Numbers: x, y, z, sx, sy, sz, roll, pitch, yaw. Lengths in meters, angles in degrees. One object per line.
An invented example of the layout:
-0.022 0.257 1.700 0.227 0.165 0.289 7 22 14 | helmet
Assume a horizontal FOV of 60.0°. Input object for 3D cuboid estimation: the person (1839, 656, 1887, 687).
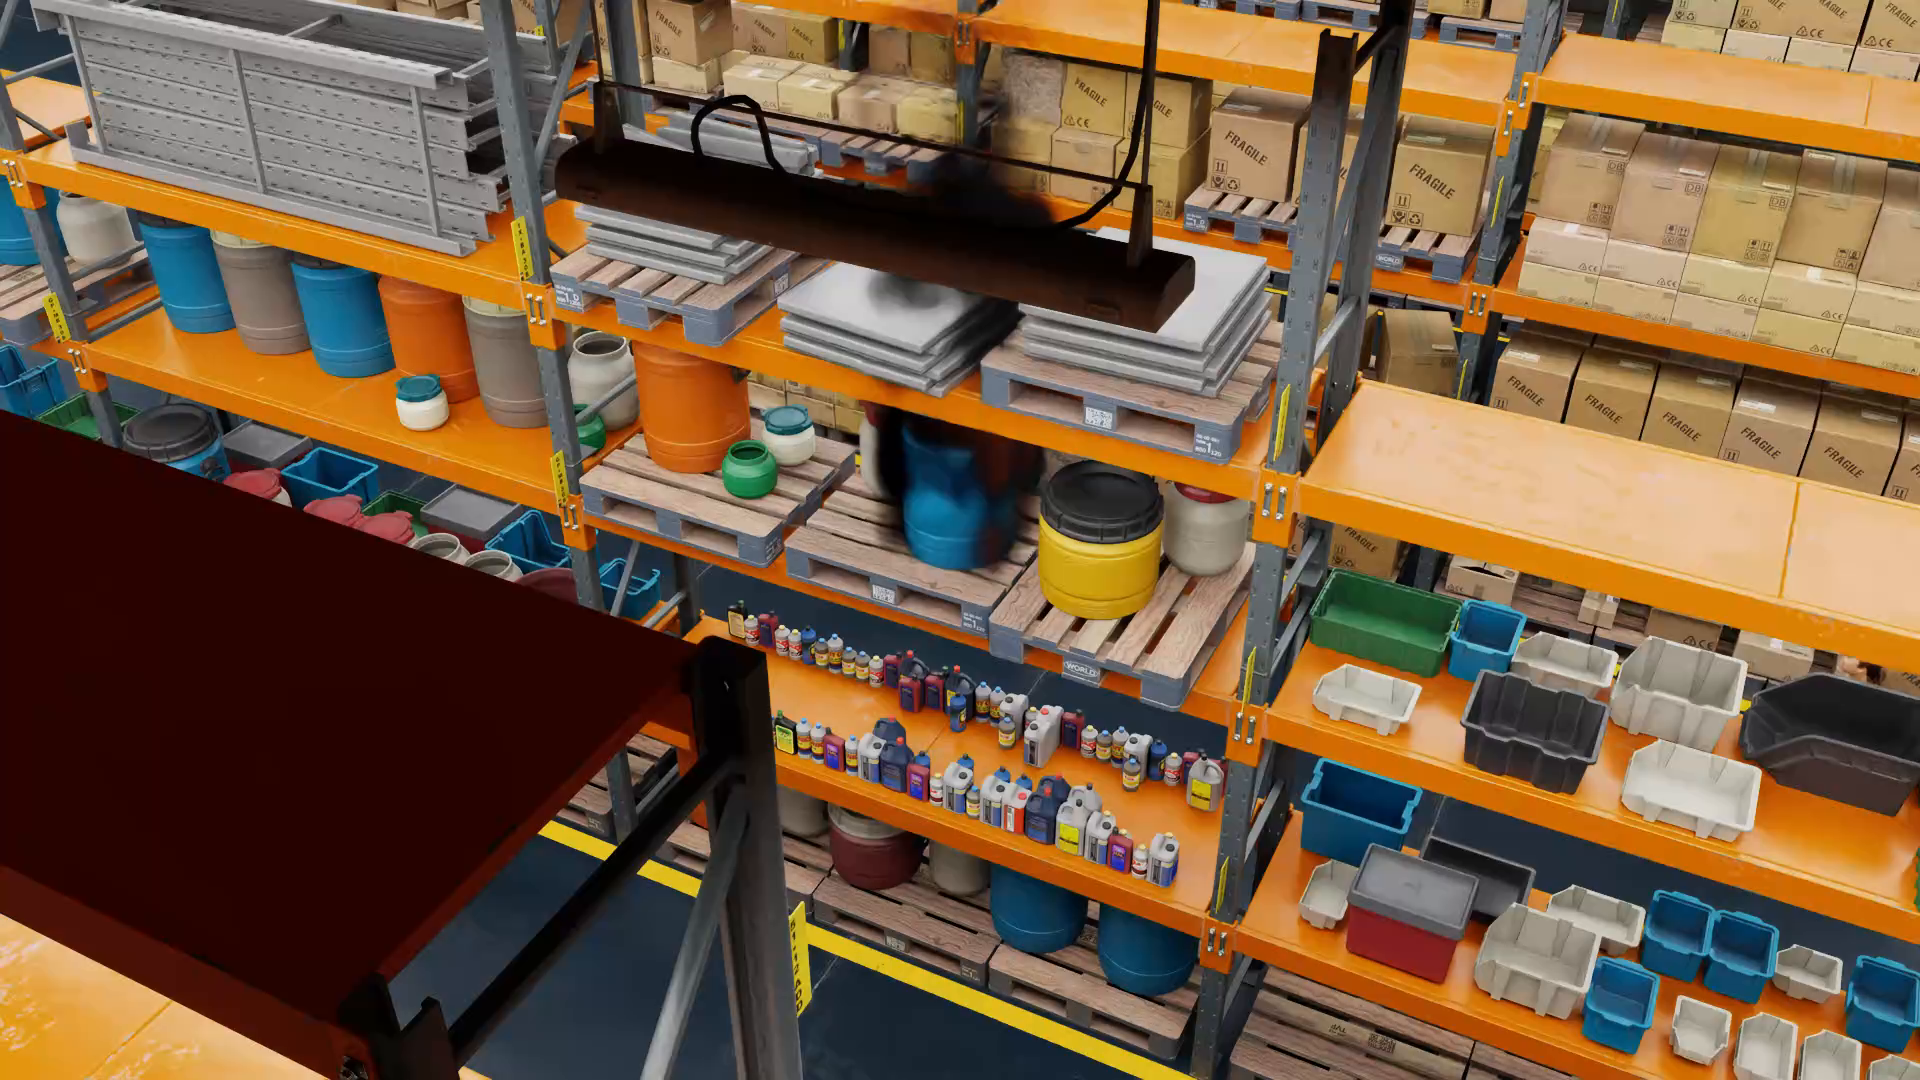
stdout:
5.530 1.341 10.529 0.829 1.689 0.613 8 36 11 | person
